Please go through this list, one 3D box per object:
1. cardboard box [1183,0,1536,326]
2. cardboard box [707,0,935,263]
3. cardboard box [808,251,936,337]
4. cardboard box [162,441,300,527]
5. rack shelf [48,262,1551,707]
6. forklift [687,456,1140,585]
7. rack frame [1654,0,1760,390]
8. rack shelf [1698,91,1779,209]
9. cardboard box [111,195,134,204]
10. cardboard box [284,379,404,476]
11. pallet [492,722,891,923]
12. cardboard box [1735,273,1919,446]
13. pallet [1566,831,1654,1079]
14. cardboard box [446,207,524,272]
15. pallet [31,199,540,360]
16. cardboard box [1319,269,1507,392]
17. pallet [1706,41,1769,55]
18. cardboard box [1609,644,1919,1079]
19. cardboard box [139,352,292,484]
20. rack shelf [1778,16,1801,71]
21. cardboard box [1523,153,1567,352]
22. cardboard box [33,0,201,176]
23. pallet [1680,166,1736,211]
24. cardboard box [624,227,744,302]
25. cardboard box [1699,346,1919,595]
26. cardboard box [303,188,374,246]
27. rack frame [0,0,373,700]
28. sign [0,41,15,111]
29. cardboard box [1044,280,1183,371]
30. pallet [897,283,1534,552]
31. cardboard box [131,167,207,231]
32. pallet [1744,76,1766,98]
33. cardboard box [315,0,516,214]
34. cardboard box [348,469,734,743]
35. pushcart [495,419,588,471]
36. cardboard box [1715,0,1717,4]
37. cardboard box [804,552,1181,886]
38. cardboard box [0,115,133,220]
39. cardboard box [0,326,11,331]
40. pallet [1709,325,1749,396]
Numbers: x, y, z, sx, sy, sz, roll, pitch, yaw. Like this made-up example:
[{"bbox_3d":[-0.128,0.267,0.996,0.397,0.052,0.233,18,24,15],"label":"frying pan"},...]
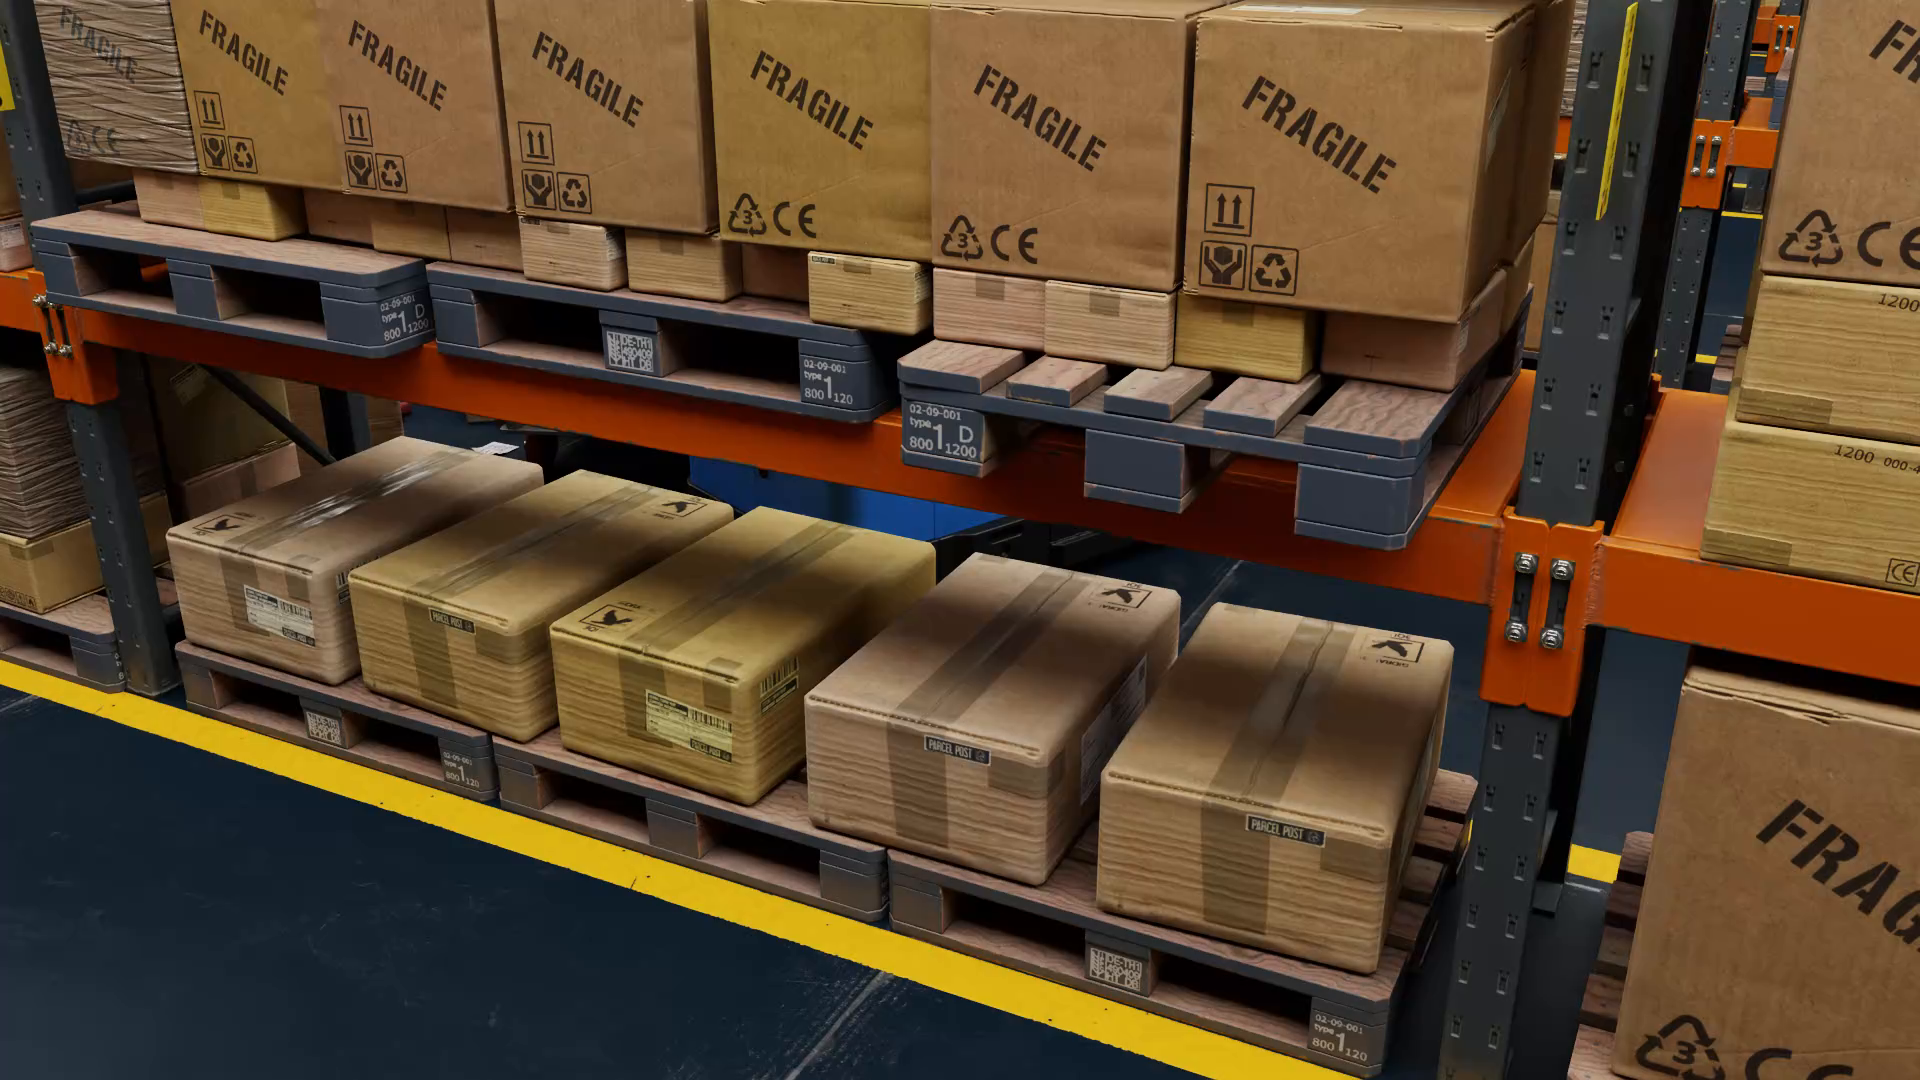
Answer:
[{"bbox_3d":[0.742,-0.728,3.084,0.500,0.500,0.500,10,25,23],"label":"cardboard box"},{"bbox_3d":[-0.176,-0.904,3.498,0.500,0.500,0.500,9,25,21],"label":"cardboard box"},{"bbox_3d":[-0.116,-0.564,3.527,0.250,0.149,0.380,12,26,25],"label":"cardboard box"},{"bbox_3d":[-2.702,-0.201,5.867,0.500,0.250,0.500,10,25,22],"label":"cardboard box"},{"bbox_3d":[-0.512,-0.391,4.255,4.000,0.370,1.077,11,25,25],"label":"rack shelf"},{"bbox_3d":[0.484,-1.502,6.037,3.031,2.935,1.130,-18,29,-35],"label":"forklift"},{"bbox_3d":[3.416,-2.115,7.391,0.127,3.000,1.000,11,25,25],"label":"rack frame"},{"bbox_3d":[5.201,-1.431,6.701,4.000,0.370,1.077,11,25,25],"label":"rack shelf"},{"bbox_3d":[-2.682,-1.153,5.450,0.250,0.149,0.380,12,26,26],"label":"cardboard box"},{"bbox_3d":[-2.639,-0.590,6.996,0.500,0.500,0.500,-10,25,-21],"label":"cardboard box"},{"bbox_3d":[-0.509,0.560,4.663,1.213,0.211,1.003,11,25,25],"label":"pallet"},{"bbox_3d":[1.613,-0.354,2.802,0.500,0.250,0.500,11,25,24],"label":"cardboard box"},{"bbox_3d":[1.942,1.080,3.440,1.213,0.211,1.003,11,25,25],"label":"pallet"},{"bbox_3d":[-1.010,-0.770,4.011,0.250,0.149,0.380,11,26,25],"label":"cardboard box"},{"bbox_3d":[-1.681,-0.801,4.545,1.213,0.211,1.003,11,25,25],"label":"pallet"},{"bbox_3d":[0.874,-0.422,3.194,0.250,0.149,0.380,12,26,26],"label":"cardboard box"},{"bbox_3d":[9.500,-6.165,20.476,1.213,0.211,1.003,11,25,25],"label":"pallet"},{"bbox_3d":[1.852,0.567,3.262,0.875,0.875,0.875,11,25,24],"label":"cardboard box"},{"bbox_3d":[-2.702,-0.546,5.720,0.500,0.500,0.500,13,26,27],"label":"cardboard box"},{"bbox_3d":[7.529,-3.145,10.733,4.000,0.370,1.077,11,25,25],"label":"rack shelf"},{"bbox_3d":[2.913,-1.412,8.076,0.750,0.750,1.050,11,25,24],"label":"cardboard box"},{"bbox_3d":[-2.008,-1.268,4.354,0.500,0.500,0.500,12,26,26],"label":"cardboard box"},{"bbox_3d":[5.047,-2.685,12.294,1.213,0.211,1.003,11,25,25],"label":"pallet"},{"bbox_3d":[-0.545,-0.668,3.772,0.250,0.149,0.380,10,25,23],"label":"cardboard box"},{"bbox_3d":[1.596,-0.125,2.903,0.500,0.250,0.500,11,25,24],"label":"cardboard box"},{"bbox_3d":[-1.440,-0.874,4.257,0.250,0.149,0.380,13,26,28],"label":"cardboard box"},{"bbox_3d":[-2.297,-1.075,4.945,0.127,3.000,1.000,11,25,25],"label":"rack frame"},{"bbox_3d":[-2.535,-1.282,4.326,0.005,0.325,0.100,11,25,25],"label":"sign"},{"bbox_3d":[0.357,-0.473,3.313,0.250,0.149,0.380,11,25,24],"label":"cardboard box"},{"bbox_3d":[0.589,-0.369,3.530,1.003,0.211,1.213,11,25,25],"label":"pallet"},{"bbox_3d":[-1.946,-0.945,4.423,0.250,0.149,0.380,12,26,25],"label":"cardboard box"},{"bbox_3d":[7.305,-4.427,16.389,1.213,0.211,1.003,11,25,25],"label":"pallet"},{"bbox_3d":[-1.126,-1.088,3.930,0.500,0.500,0.500,11,25,24],"label":"cardboard box"},{"bbox_3d":[-1.185,0.159,4.865,0.625,0.372,0.950,13,26,28],"label":"cardboard box"},{"bbox_3d":[-1.313,-0.673,7.351,0.936,0.377,1.648,3,23,6],"label":"pushcart"},{"bbox_3d":[9.172,-6.571,20.128,0.500,0.311,0.500,11,25,24],"label":"cardboard box"},{"bbox_3d":[0.111,0.417,4.258,0.625,0.372,0.950,11,25,24],"label":"cardboard box"},{"bbox_3d":[-2.806,-1.249,4.847,0.500,0.500,0.500,10,25,23],"label":"cardboard box"},{"bbox_3d":[-3.401,-0.448,5.489,0.500,0.500,0.500,12,26,25],"label":"cardboard box"},{"bbox_3d":[4.113,-0.693,7.611,1.213,0.211,1.003,11,25,25],"label":"pallet"}]
